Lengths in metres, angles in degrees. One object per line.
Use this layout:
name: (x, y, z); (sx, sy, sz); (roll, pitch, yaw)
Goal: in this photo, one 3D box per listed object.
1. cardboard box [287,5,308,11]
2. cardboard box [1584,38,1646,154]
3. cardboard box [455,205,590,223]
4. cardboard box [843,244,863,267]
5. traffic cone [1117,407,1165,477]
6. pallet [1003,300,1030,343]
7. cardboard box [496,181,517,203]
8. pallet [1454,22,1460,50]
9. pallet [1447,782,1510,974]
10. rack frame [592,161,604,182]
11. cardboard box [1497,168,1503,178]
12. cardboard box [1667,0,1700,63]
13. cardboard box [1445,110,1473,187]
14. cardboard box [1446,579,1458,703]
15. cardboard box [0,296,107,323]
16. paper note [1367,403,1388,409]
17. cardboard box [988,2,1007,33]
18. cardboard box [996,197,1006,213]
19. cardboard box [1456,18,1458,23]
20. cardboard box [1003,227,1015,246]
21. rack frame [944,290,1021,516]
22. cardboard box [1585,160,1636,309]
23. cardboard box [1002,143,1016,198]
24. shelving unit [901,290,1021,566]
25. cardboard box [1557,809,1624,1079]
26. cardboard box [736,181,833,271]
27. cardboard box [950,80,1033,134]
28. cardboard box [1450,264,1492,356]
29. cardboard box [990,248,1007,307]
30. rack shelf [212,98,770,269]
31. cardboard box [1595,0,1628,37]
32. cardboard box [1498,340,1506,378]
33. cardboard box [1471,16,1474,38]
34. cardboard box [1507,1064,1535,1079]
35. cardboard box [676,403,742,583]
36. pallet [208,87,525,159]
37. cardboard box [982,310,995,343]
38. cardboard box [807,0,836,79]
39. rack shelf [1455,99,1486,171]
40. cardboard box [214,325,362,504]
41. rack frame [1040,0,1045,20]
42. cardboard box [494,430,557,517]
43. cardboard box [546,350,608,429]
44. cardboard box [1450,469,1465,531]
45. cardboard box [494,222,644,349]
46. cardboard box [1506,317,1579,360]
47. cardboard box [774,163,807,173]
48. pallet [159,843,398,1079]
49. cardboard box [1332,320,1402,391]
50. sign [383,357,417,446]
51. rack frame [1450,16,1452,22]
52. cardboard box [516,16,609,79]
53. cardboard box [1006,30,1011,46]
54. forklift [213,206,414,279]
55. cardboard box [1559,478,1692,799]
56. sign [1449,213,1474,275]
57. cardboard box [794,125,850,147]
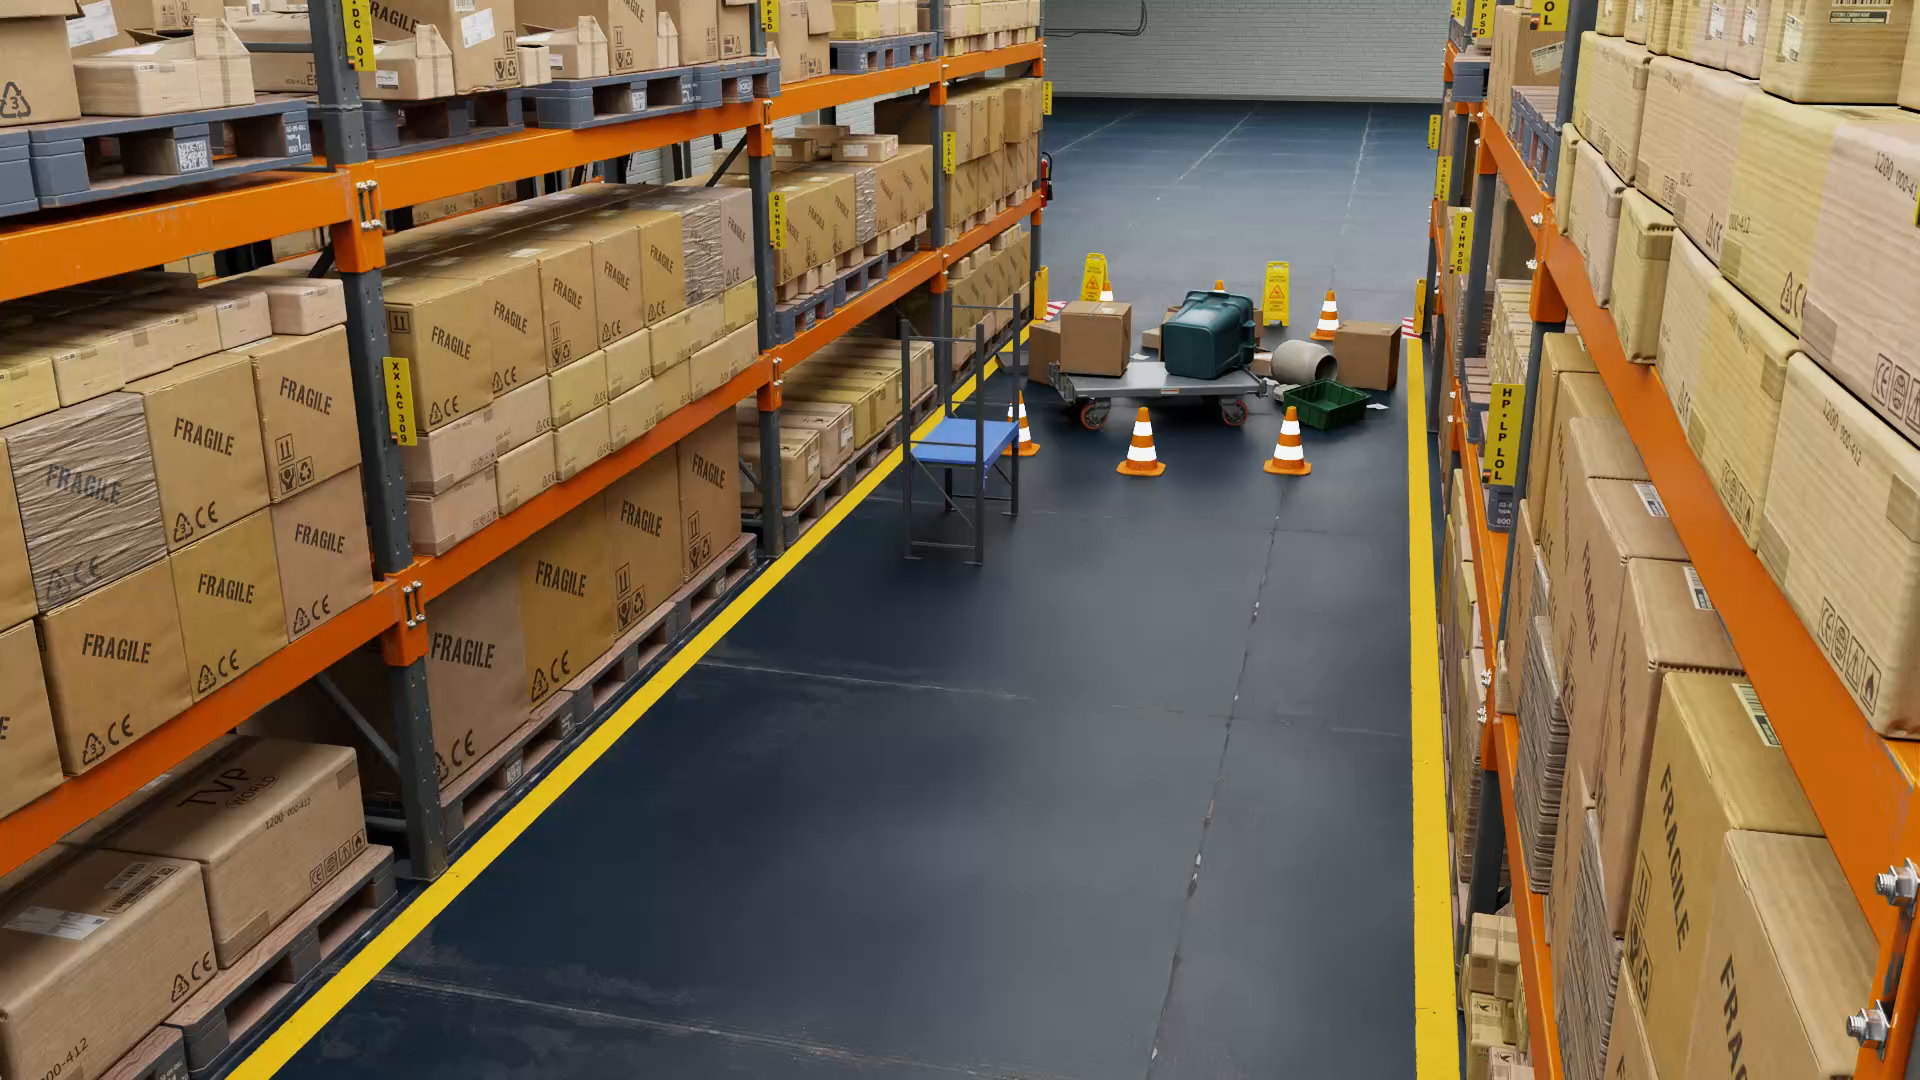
cardboard box: (-5.413, -4.176, 13.216); (0.380, 0.149, 0.250); (5, 19, 13)
cardboard box: (1.769, -1.038, 3.902); (0.500, 0.250, 0.500); (5, 19, 13)
cardboard box: (-2.212, -1.421, 8.506); (0.500, 0.500, 0.500); (5, 20, 15)
cardboard box: (-0.900, -2.023, 11.708); (0.380, 0.149, 0.250); (5, 20, 15)
traffic cone: (1.329, -0.737, 12.130); (0.336, 0.463, 0.334); (5, 19, 13)
pallet: (0.102, -2.265, 16.993); (1.003, 0.211, 1.213); (5, 19, 13)
cardboard box: (-4.700, -3.643, 16.557); (0.500, 0.500, 0.500); (5, 19, 14)
pallet: (4.711, -4.262, 14.021); (1.003, 0.211, 1.213); (5, 19, 13)
pallet: (2.435, 1.335, 6.452); (1.003, 0.211, 1.213); (5, 19, 13)
rack frame: (-4.461, -4.251, 18.494); (1.000, 3.000, 0.127); (5, 19, 13)
cardboard box: (3.588, -1.974, 10.124); (0.700, 0.500, 0.500); (4, 19, 13)
cardboard box: (1.521, -0.951, 3.031); (0.380, 0.149, 0.250); (4, 19, 12)
cardboard box: (4.346, -3.124, 13.291); (0.875, 0.550, 0.550); (5, 19, 13)
cardboard box: (2.563, 0.511, 7.769); (0.500, 0.500, 0.500); (4, 19, 12)
cardboard box: (-2.976, -0.683, 5.342); (0.380, 0.149, 0.250); (4, 19, 13)
paper note: (3.487, -1.125, 13.934); (0.147, 0.020, 0.142); (-9, 21, -24)
cardboard box: (0.122, -4.689, 14.907); (0.500, 0.250, 0.500); (5, 19, 14)
cardboard box: (0.224, -3.201, 15.808); (0.380, 0.149, 0.250); (4, 19, 13)
cardboard box: (4.289, -4.333, 13.677); (0.380, 0.149, 0.250); (4, 19, 13)
cardboard box: (0.321, -2.949, 16.122); (0.380, 0.149, 0.250); (5, 19, 14)
rack frame: (0.145, -0.896, 10.990); (0.500, 1.500, 0.032); (5, 19, 13)
cardboard box: (1.617, -0.645, 3.527); (0.500, 0.250, 0.500); (6, 20, 16)
cardboard box: (0.235, -3.544, 15.807); (0.500, 0.500, 0.500); (5, 19, 13)
shelving unit: (0.021, -0.736, 10.523); (0.538, 1.500, 1.048); (5, 19, 13)
cardboard box: (1.374, 0.844, 2.962); (0.500, 0.500, 0.500); (5, 19, 14)
cardboard box: (-1.147, -2.027, 10.716); (0.500, 0.500, 0.500); (6, 20, 16)
cardboard box: (0.309, -4.186, 16.142); (0.700, 0.500, 0.500); (5, 19, 14)
cardboard box: (3.196, -1.360, 9.873); (0.500, 0.500, 0.500); (5, 19, 13)
cardboard box: (0.156, -2.520, 15.868); (0.500, 0.500, 0.500); (4, 19, 12)
rack shelf: (-2.090, -1.805, 7.805); (1.077, 0.370, 4.000); (5, 19, 13)
cardboard box: (1.841, -1.359, 4.227); (0.380, 0.149, 0.250); (4, 19, 11)
cardboard box: (2.723, -0.831, 7.758); (0.380, 0.149, 0.250); (5, 19, 14)
cardboard box: (3.376, -3.274, 10.032); (0.500, 0.500, 0.500); (5, 19, 13)
cardboard box: (1.639, 1.542, 4.373); (0.380, 0.149, 0.250); (5, 20, 15)
cardboard box: (-1.851, -0.336, 9.669); (0.875, 0.875, 0.875); (4, 19, 13)
pallet: (-2.403, -1.720, 6.737); (0.805, 0.209, 1.217); (4, 19, 11)
cardboard box: (0.028, -2.003, 15.515); (0.500, 0.250, 0.500); (4, 19, 13)
cardboard box: (-1.257, -3.302, 10.913); (0.797, 0.503, 0.637); (5, 19, 13)
rack shelf: (3.712, -2.700, 10.424); (1.077, 0.370, 4.000); (5, 19, 13)
cardboard box: (-2.426, -0.450, 5.663); (0.500, 0.500, 0.500); (4, 19, 13)
rack frame: (0.353, -6.700, 16.380); (1.000, 3.000, 0.127); (5, 19, 13)
cardboard box: (-2.090, -0.308, 7.180); (0.500, 0.250, 0.500); (4, 19, 12)
cardboard box: (-1.949, -0.702, 7.562); (0.500, 0.250, 0.500); (5, 19, 14)
cardboard box: (2.820, -0.168, 8.595); (0.500, 0.250, 0.500); (4, 19, 11)
cardboard box: (-1.850, -1.216, 7.906); (0.500, 0.500, 0.500); (4, 19, 12)
cardboard box: (2.665, -0.897, 7.491); (0.380, 0.149, 0.250); (6, 20, 16)
cardboard box: (-1.388, -2.397, 11.799); (0.500, 0.500, 0.500); (4, 19, 11)
pallet: (-2.841, 1.452, 6.109); (1.003, 0.211, 1.213); (5, 19, 13)
cardboard box: (3.585, -1.634, 14.693); (0.500, 0.500, 0.500); (8, 21, 23)
sign: (-2.040, -0.503, 6.058); (0.100, 0.325, 0.005); (5, 19, 13)
rack frame: (5.178, -6.340, 15.328); (1.000, 3.000, 0.127); (5, 19, 13)
cardboard box: (-1.793, -2.199, 7.403); (0.396, 0.266, 0.258); (6, 20, 18)
cardboard box: (0.269, -4.710, 15.585); (0.380, 0.149, 0.250); (5, 19, 13)
forklift: (-3.590, -1.297, 9.951); (1.130, 2.935, 3.031); (4, 19, 12)
cardboard box: (1.507, 0.201, 3.298); (0.500, 0.500, 0.500); (4, 19, 11)
sign: (2.684, -1.585, 8.895); (0.100, 0.325, 0.005); (5, 19, 13)
cardboard box: (-1.082, -3.181, 13.092); (0.380, 0.149, 0.250); (5, 19, 13)
